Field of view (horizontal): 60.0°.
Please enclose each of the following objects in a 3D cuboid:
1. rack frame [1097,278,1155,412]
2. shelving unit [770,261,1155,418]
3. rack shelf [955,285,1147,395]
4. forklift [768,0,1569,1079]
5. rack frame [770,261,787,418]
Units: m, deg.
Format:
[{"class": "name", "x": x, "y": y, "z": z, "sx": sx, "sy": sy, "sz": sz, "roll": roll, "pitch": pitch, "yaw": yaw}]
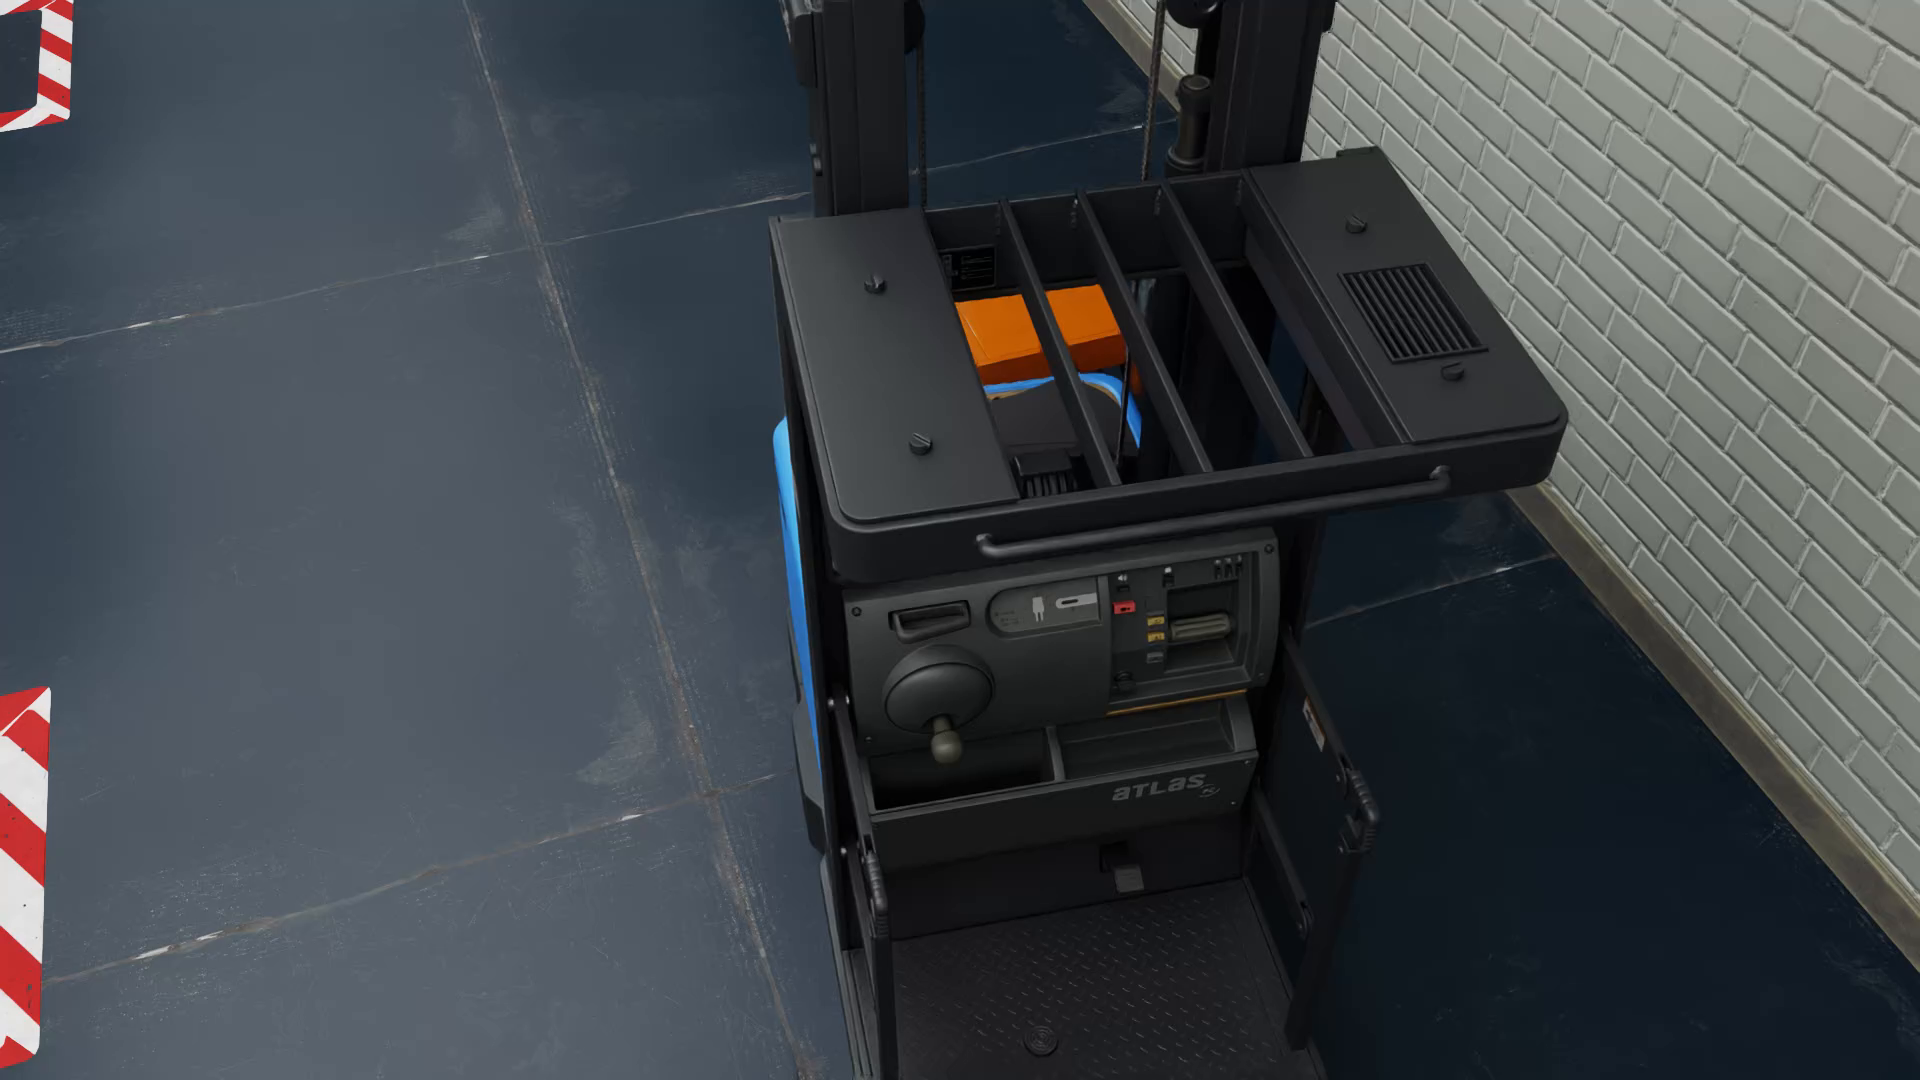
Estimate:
[{"class": "rack frame", "x": 0.484, "y": -0.521, "z": 5.475, "sx": 0.032, "sy": 1.125, "sz": 0.500, "roll": -14, "pitch": 47, "yaw": -14}, {"class": "shelving unit", "x": 0.006, "y": -0.399, "z": 5.353, "sx": 1.048, "sy": 1.125, "sz": 0.538, "roll": -14, "pitch": 47, "yaw": -14}, {"class": "rack shelf", "x": 0.006, "y": -0.605, "z": 5.146, "sx": 1.000, "sy": 0.278, "sz": 0.538, "roll": -14, "pitch": 47, "yaw": -14}, {"class": "forklift", "x": 0.271, "y": 0.320, "z": 3.362, "sx": 1.130, "sy": 2.935, "sz": 3.031, "roll": -8, "pitch": 46, "yaw": -8}, {"class": "rack frame", "x": -0.472, "y": -0.276, "z": 5.231, "sx": 0.032, "sy": 1.125, "sz": 0.500, "roll": -14, "pitch": 47, "yaw": -14}]
